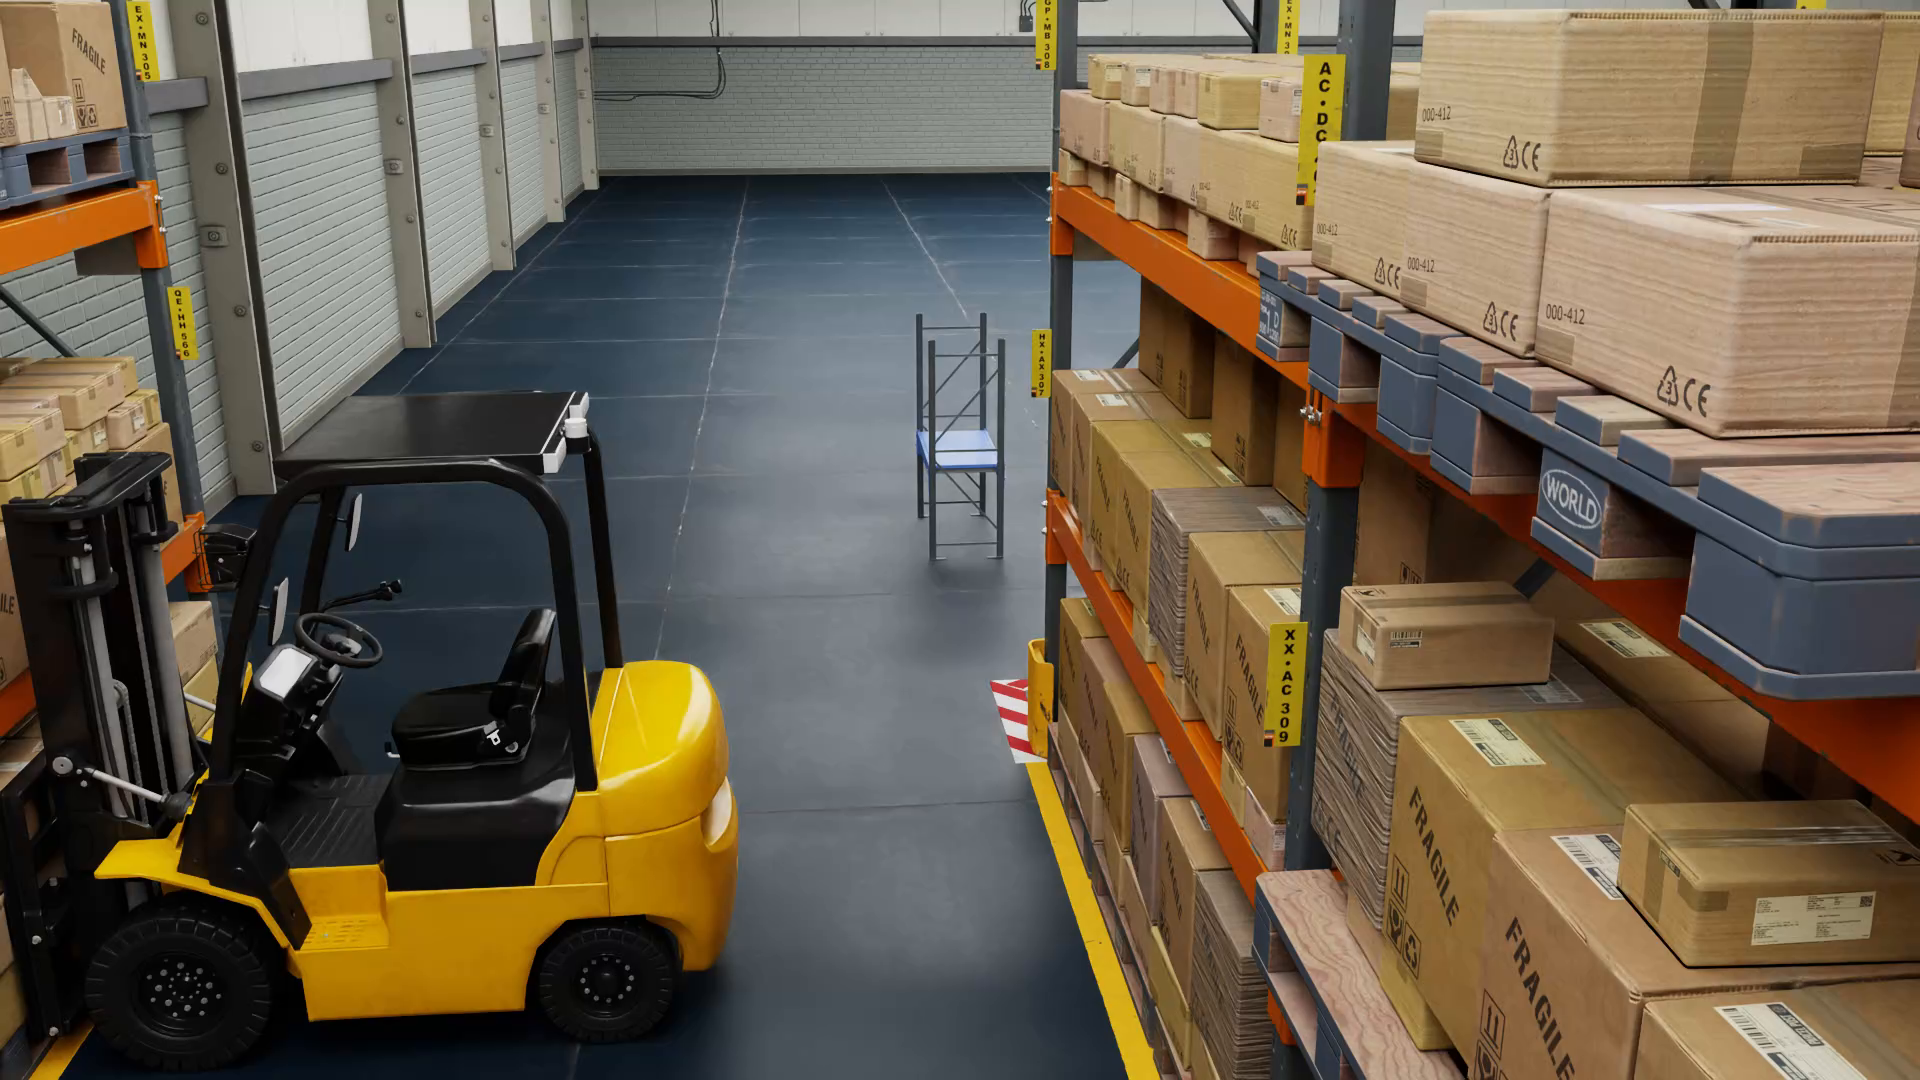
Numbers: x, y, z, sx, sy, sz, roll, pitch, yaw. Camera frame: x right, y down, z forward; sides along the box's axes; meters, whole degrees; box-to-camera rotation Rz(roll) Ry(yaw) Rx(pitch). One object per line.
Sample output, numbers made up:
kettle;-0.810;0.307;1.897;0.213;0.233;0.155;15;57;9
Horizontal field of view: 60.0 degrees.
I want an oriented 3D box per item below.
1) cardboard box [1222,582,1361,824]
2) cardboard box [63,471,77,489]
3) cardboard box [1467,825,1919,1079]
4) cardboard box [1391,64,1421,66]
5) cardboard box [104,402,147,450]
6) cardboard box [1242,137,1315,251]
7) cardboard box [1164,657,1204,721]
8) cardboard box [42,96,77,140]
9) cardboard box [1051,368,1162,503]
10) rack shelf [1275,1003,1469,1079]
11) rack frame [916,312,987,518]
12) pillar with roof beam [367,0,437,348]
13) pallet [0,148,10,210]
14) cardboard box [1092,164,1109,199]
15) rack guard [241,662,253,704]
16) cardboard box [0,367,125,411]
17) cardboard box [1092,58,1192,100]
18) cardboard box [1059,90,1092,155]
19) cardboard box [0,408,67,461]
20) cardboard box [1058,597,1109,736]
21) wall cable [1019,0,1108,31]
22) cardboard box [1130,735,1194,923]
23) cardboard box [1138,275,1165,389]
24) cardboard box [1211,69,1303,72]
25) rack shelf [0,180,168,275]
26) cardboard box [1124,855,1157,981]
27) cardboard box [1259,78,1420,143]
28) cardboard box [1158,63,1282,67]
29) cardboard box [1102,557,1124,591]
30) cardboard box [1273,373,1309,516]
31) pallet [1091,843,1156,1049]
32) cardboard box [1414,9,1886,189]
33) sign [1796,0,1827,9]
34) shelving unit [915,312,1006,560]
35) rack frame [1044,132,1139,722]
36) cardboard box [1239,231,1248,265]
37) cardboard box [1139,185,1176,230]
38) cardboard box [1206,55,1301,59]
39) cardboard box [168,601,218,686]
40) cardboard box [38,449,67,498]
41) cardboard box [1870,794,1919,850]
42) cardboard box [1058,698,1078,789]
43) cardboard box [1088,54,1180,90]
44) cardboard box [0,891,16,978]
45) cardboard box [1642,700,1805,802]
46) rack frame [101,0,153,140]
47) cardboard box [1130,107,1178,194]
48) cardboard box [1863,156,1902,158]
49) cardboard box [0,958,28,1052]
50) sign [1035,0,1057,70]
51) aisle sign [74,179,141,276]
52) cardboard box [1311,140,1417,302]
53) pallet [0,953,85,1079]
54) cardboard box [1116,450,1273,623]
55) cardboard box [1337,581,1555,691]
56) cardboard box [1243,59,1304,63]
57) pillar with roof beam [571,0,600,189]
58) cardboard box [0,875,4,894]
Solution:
cardboard box;1.049;0.436;4.616;0.500;0.500;0.500;-2;18;-7
cardboard box;-3.651;-0.041;6.632;0.500;0.500;0.500;-1;17;-4
cardboard box;1.195;0.806;2.736;0.500;0.500;0.500;-2;18;-6
cardboard box;1.392;-1.505;5.545;0.380;0.149;0.250;-1;17;-5
cardboard box;-3.637;-0.474;6.929;0.380;0.149;0.250;-1;17;-5
cardboard box;1.028;-0.874;4.201;0.500;0.250;0.500;-2;18;-6
cardboard box;0.898;0.482;5.554;0.380;0.149;0.250;-2;18;-6
cardboard box;-3.620;-1.608;6.336;0.380;0.149;0.250;-2;18;-7
cardboard box;0.702;-0.481;7.538;0.500;0.500;0.500;-2;18;-6
rack shelf;1.548;1.690;2.488;1.077;0.370;4.000;-2;18;-6
rack frame;-0.061;-0.892;12.016;0.500;1.500;0.032;-2;18;-6
pillar with roof beam;-1.788;-6.622;17.745;9.100;9.000;0.400;-2;18;-6
pallet;-3.831;-1.100;5.312;1.003;0.211;1.213;-2;18;-6
cardboard box;0.750;-1.488;6.820;0.380;0.149;0.250;-1;17;-4
rack guard;-4.010;0.899;7.979;1.175;0.500;0.348;-2;18;-6
cardboard box;-3.705;-0.613;6.875;0.380;0.149;0.250;-2;18;-6
cardboard box;0.721;-1.792;6.459;0.380;0.149;0.250;-2;18;-6
cardboard box;0.716;-1.784;7.099;0.500;0.250;0.500;-2;18;-7
cardboard box;-3.562;-0.385;6.149;0.380;0.149;0.250;-1;17;-4
cardboard box;0.741;0.569;7.495;0.500;0.500;0.500;-2;18;-7
wall cable;2.530;-14.681;37.739;2.305;6.003;0.169;-2;18;-6
cardboard box;0.906;1.033;6.016;0.500;0.500;0.500;-1;17;-3
cardboard box;1.199;-0.962;7.401;0.700;0.500;0.500;-2;18;-7
cardboard box;0.969;-1.339;5.013;0.380;0.149;0.250;-2;18;-7
rack shelf;-3.801;-0.779;5.342;1.077;0.370;4.000;-2;18;-6
cardboard box;0.901;1.384;6.149;0.500;0.250;0.500;-2;17;-5
cardboard box;0.989;-1.104;4.265;0.380;0.149;0.250;-2;18;-7
cardboard box;0.889;-1.566;5.738;0.380;0.149;0.250;-1;17;-4
cardboard box;0.786;0.096;6.783;0.380;0.149;0.250;-1;17;-4
cardboard box;1.456;-0.357;5.474;0.700;0.500;0.500;-2;18;-7
pallet;1.108;1.518;6.490;1.003;0.211;1.213;-2;18;-6
cardboard box;1.065;-0.713;2.647;0.500;0.250;0.500;-2;18;-7
sign;1.894;-1.133;3.750;0.100;0.325;0.005;-2;18;-6
shelving unit;-0.009;-0.741;11.533;0.538;1.500;1.048;-2;18;-6
rack frame;0.929;-0.441;8.074;1.000;3.000;0.127;-2;18;-6
cardboard box;1.038;-0.876;4.870;0.380;0.149;0.250;-2;18;-8
cardboard box;0.845;-1.181;5.843;0.380;0.149;0.250;-2;18;-7
cardboard box;1.246;-1.963;7.002;0.380;0.149;0.250;-1;17;-5
cardboard box;-3.650;0.476;7.375;0.500;0.250;0.500;-1;17;-4
cardboard box;-3.582;-0.242;6.191;0.380;0.149;0.250;-2;18;-7
cardboard box;1.750;0.468;2.732;0.380;0.149;0.250;-3;18;-8
cardboard box;0.737;0.919;7.630;0.500;0.250;0.500;-2;18;-6
cardboard box;0.763;-2.021;7.185;0.380;0.149;0.250;-2;18;-6
cardboard box;-3.432;1.324;5.505;0.500;0.250;0.500;-2;18;-6
cardboard box;1.670;0.639;3.269;0.500;0.500;0.500;-2;18;-5
rack frame;-4.007;-3.149;6.683;1.000;3.000;0.127;-2;18;-6
cardboard box;0.870;-1.328;5.644;0.500;0.250;0.500;-1;17;-4
cardboard box;1.546;-0.640;3.248;0.500;0.250;0.500;-2;18;-7
cardboard box;-3.452;1.559;5.593;0.500;0.250;0.500;-1;17;-5
sign;0.390;-2.272;7.440;0.100;0.325;0.005;-2;18;-6
aisle sign;-3.722;-1.555;7.284;0.394;0.787;0.004;-2;18;-6
cardboard box;1.003;-0.623;3.194;0.500;0.250;0.500;-2;18;-7
pallet;-3.764;1.633;6.123;1.003;0.211;1.213;-2;18;-6
cardboard box;0.873;-0.024;6.081;0.500;0.500;0.500;-2;18;-7
cardboard box;1.039;0.202;3.577;0.380;0.149;0.250;-2;18;-6
cardboard box;1.284;-1.737;6.283;0.380;0.149;0.250;-2;18;-6
pillar with roof beam;-3.644;-11.985;34.827;9.100;9.000;0.400;-2;18;-6
cardboard box;-3.438;1.085;5.432;0.500;0.250;0.500;-1;17;-4
